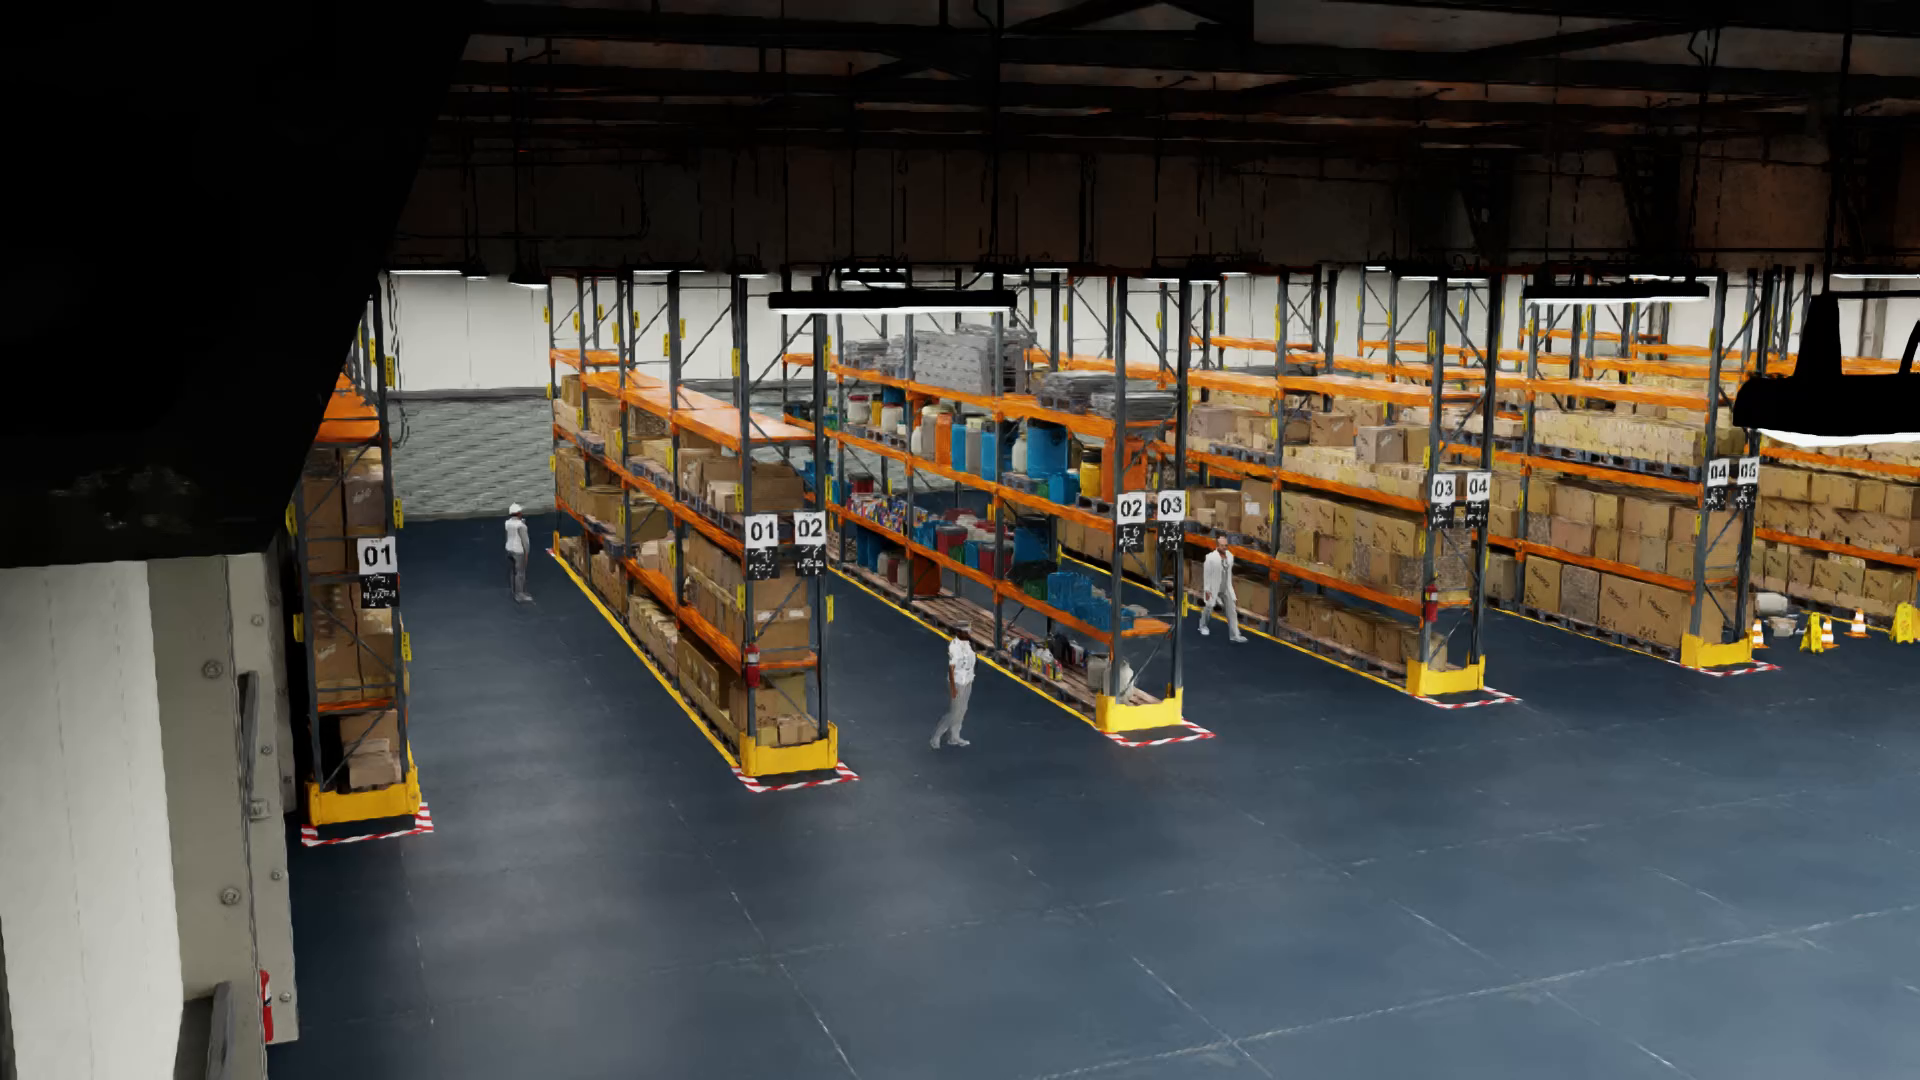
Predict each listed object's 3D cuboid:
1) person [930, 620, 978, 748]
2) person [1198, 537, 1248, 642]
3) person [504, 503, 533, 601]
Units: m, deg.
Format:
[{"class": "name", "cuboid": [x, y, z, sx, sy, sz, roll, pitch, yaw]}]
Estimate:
[{"class": "person", "cuboid": [-0.095, 1.845, 21.282, 0.501, 1.659, 0.628, 5, 11, 27]}, {"class": "person", "cuboid": [4.248, 0.777, 27.157, 0.599, 1.696, 1.175, -3, 10, -18]}, {"class": "person", "cuboid": [-8.018, 0.205, 30.274, 0.584, 1.776, 0.450, 8, 13, 38]}]
